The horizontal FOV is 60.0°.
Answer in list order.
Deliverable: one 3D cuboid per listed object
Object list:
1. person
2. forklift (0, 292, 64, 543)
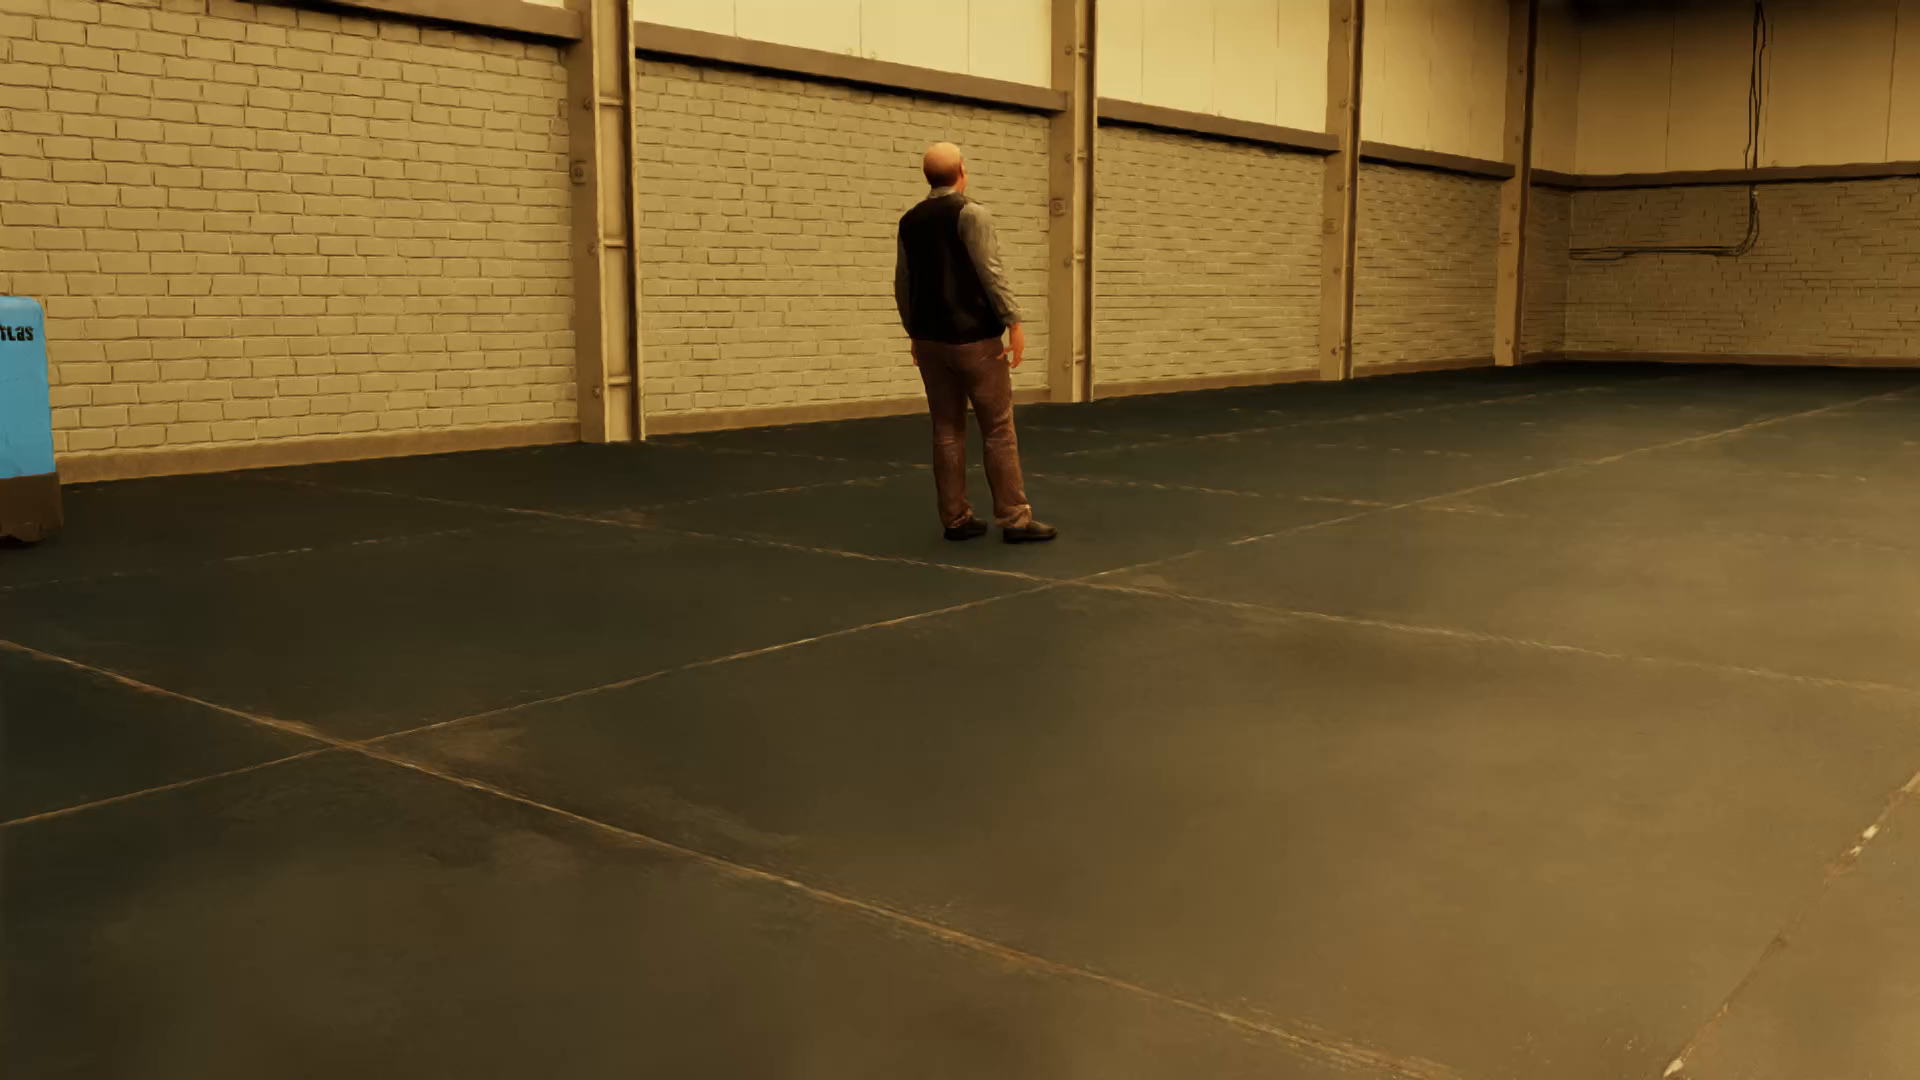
[{"bbox_3d":[0.046,-0.865,7.322,0.632,1.720,0.567,7,11,38],"label":"person"},{"bbox_3d":[-4.901,-1.262,5.903,1.130,2.935,3.031,3,9,19],"label":"forklift"}]
